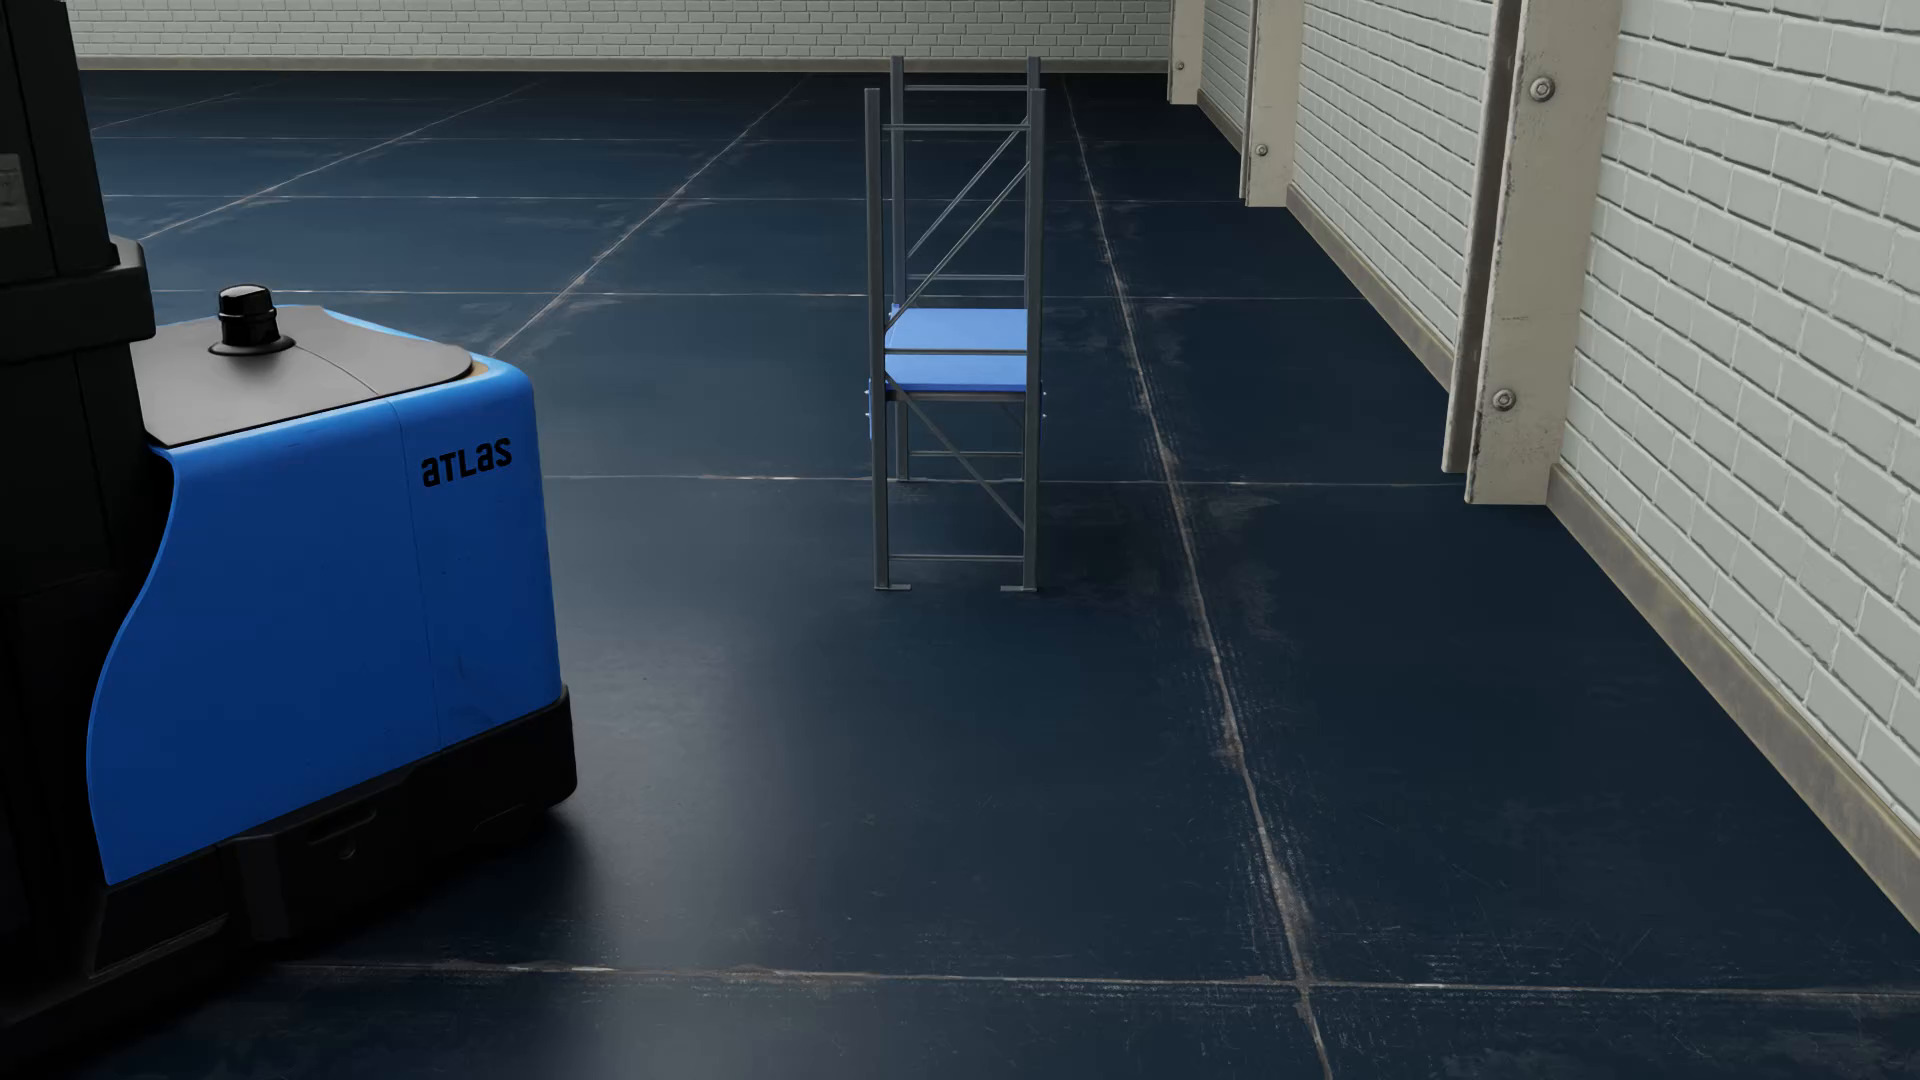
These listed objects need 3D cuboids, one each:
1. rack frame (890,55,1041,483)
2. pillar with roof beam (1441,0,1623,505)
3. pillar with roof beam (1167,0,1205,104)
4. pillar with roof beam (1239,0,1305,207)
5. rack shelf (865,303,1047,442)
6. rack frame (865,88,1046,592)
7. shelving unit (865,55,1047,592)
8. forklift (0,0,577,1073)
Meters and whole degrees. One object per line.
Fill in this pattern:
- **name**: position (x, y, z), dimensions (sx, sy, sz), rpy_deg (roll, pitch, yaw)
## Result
- **rack frame**: position (0.018, -0.914, 5.811), dimensions (0.500, 1.500, 0.032), rpy_deg (1, 21, 2)
- **pillar with roof beam**: position (-2.354, -4.440, 4.532), dimensions (9.100, 9.000, 0.400), rpy_deg (1, 21, 2)
- **pillar with roof beam**: position (-1.989, -8.779, 15.714), dimensions (9.100, 9.000, 0.400), rpy_deg (1, 21, 2)
- **pillar with roof beam**: position (-2.171, -6.610, 10.123), dimensions (9.100, 9.000, 0.400), rpy_deg (1, 21, 2)
- **rack shelf**: position (0.003, -0.562, 5.402), dimensions (0.538, 0.185, 1.000), rpy_deg (1, 21, 2)
- **rack frame**: position (-0.013, -0.546, 4.863), dimensions (0.500, 1.500, 0.032), rpy_deg (1, 21, 2)
- **shelving unit**: position (0.003, -0.730, 5.337), dimensions (0.538, 1.500, 1.048), rpy_deg (1, 21, 2)
- **forklift**: position (-2.236, -0.441, 2.614), dimensions (1.130, 2.935, 3.031), rpy_deg (18, 27, 38)
